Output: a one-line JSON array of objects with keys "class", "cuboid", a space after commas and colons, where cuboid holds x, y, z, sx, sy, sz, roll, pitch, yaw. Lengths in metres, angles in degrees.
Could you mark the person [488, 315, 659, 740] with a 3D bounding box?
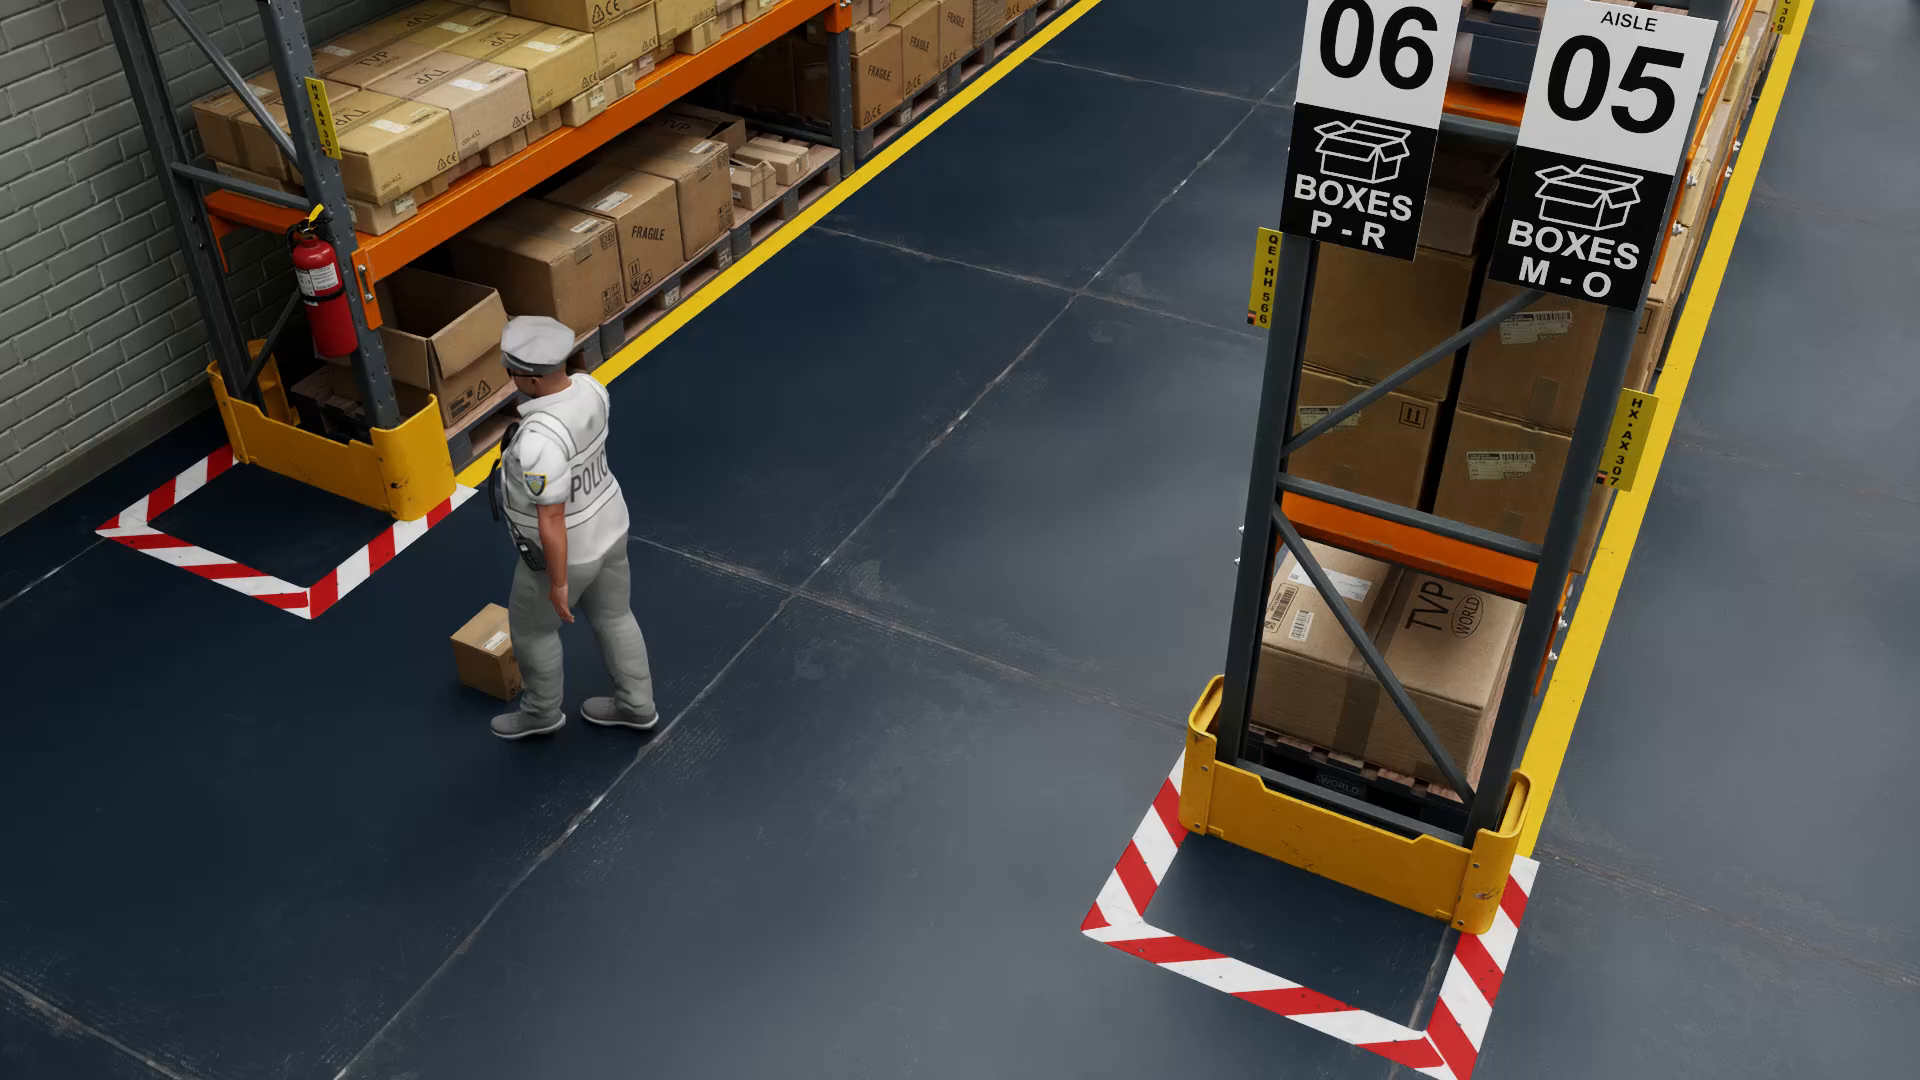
[{"class": "person", "cuboid": [-1.490, -0.011, 6.156, 0.639, 1.780, 0.591, 13, 40, 16]}]
